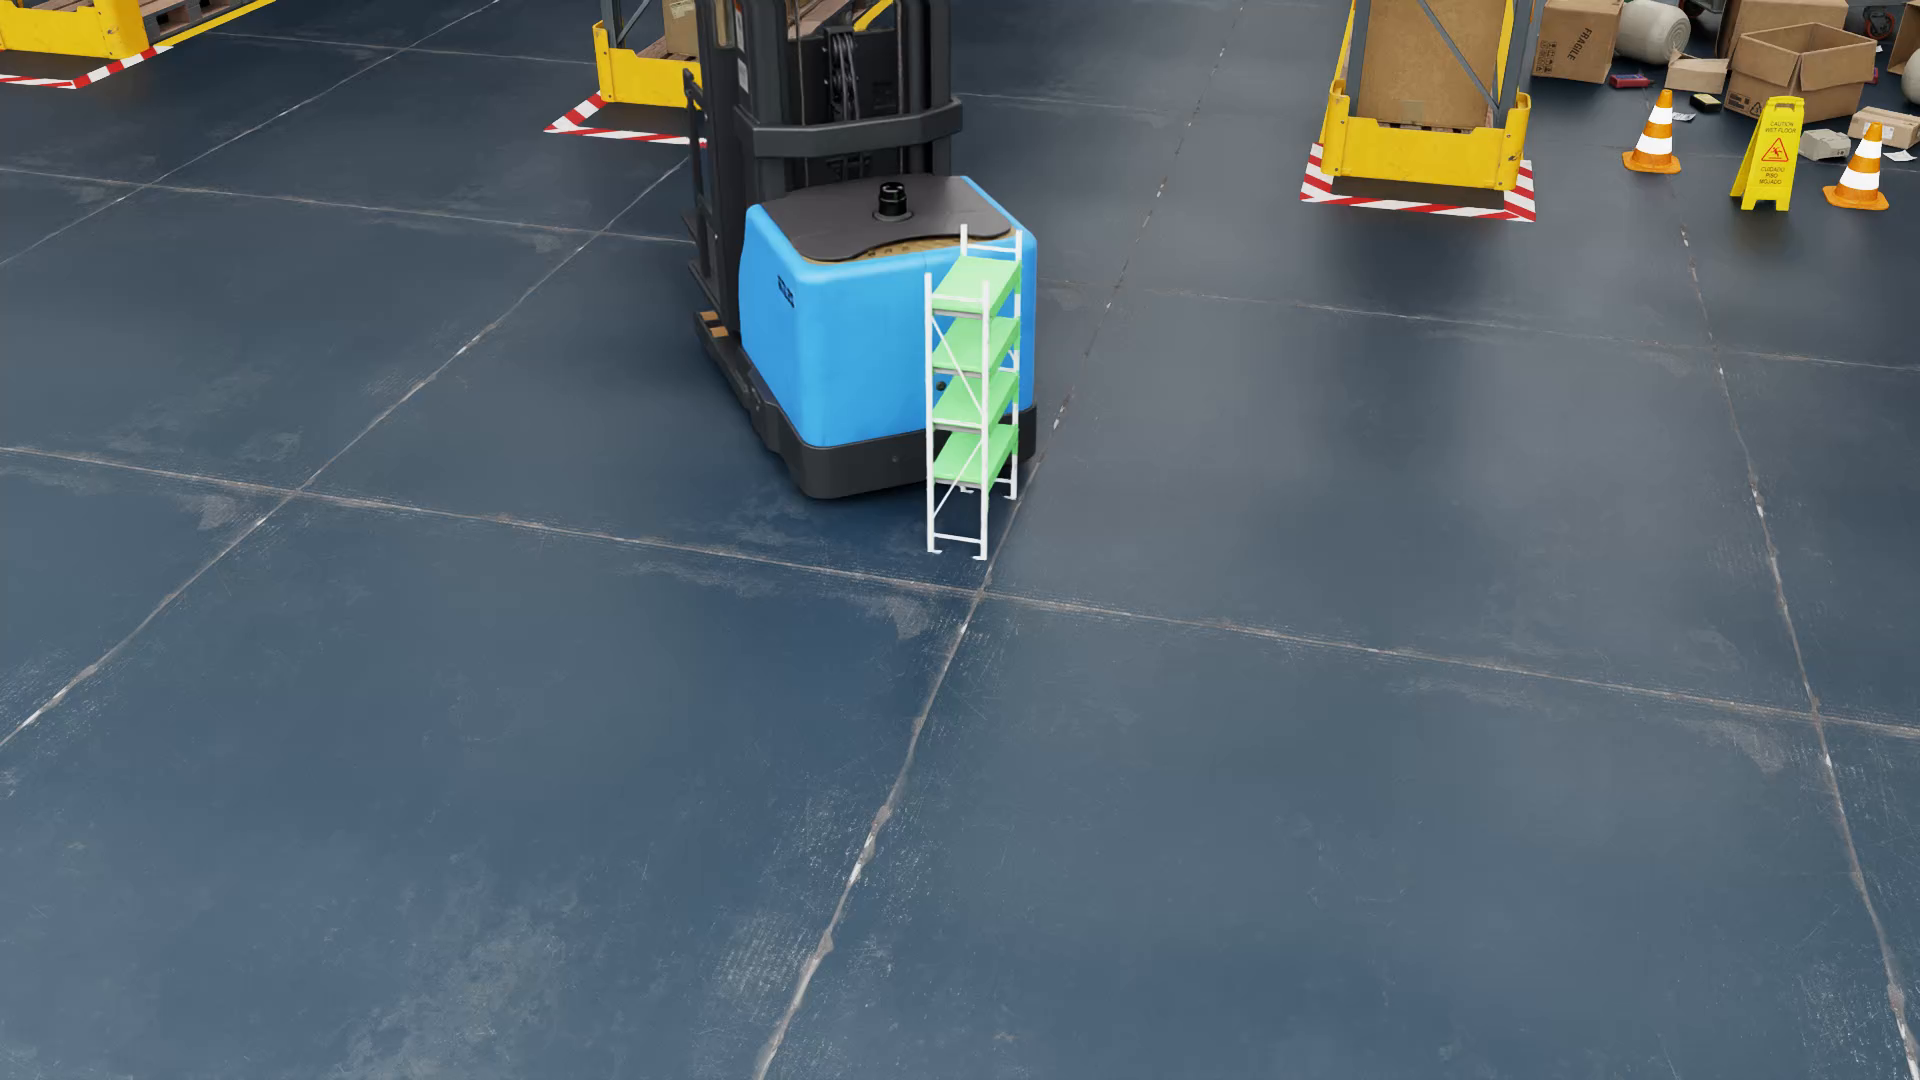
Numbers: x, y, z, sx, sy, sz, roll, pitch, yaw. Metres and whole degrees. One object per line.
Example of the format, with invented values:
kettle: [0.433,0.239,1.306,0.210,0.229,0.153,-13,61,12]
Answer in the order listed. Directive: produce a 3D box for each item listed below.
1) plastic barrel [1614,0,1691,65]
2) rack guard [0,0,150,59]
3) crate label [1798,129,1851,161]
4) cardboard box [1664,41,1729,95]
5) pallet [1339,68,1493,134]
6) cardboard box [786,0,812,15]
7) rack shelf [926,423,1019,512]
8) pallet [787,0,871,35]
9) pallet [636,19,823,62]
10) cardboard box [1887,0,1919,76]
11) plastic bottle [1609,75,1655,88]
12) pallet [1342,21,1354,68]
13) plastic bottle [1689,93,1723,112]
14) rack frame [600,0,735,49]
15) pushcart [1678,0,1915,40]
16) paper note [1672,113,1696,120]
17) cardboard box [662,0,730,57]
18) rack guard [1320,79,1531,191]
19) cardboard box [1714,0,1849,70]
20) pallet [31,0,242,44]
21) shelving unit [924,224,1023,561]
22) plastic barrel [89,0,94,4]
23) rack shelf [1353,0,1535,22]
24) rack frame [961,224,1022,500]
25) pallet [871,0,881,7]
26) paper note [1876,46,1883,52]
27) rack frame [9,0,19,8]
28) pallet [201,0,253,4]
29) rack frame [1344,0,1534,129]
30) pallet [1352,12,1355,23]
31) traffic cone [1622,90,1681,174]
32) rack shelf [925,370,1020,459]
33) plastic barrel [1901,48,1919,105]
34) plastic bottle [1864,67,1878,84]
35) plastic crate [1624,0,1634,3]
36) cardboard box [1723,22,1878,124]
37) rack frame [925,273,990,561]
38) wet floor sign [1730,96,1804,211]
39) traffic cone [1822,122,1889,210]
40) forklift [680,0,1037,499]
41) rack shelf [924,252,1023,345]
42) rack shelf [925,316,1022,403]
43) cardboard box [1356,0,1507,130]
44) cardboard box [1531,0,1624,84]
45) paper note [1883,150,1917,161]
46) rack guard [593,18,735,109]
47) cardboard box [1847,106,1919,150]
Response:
plastic barrel: [5.059,-3.748,12.251,0.421,0.421,0.512,-21,38,-29]
rack guard: [-6.741,-3.950,12.498,1.175,0.500,0.348,8,33,12]
crate label: [5.502,-2.517,10.582,0.250,0.136,0.298,-8,33,-13]
cardboard box: [5.208,-3.336,11.751,0.396,0.266,0.258,14,35,21]
pallet: [2.975,-2.806,10.967,1.003,0.211,1.213,8,33,12]
cardboard box: [-1.454,-4.366,12.761,0.500,0.500,0.500,11,34,17]
rack shelf: [0.055,-0.313,6.690,0.258,0.148,0.480,9,33,13]
pallet: [-1.353,-4.195,13.153,1.003,0.211,1.213,8,33,12]
pallet: [-1.664,-3.564,12.160,1.003,0.211,1.213,8,33,12]
cardboard box: [7.089,-3.587,11.924,0.500,0.500,0.500,-21,38,-29]
plastic bottle: [4.783,-3.265,11.828,0.283,0.061,0.133,-3,33,-4]
pallet: [3.287,-3.437,11.960,1.003,0.211,1.213,8,33,12]
plastic bottle: [5.114,-3.015,11.436,0.133,0.061,0.283,-3,33,-4]
rack frame: [-1.924,-4.285,10.694,1.000,3.000,0.127,8,33,12]
pushcart: [6.459,-4.189,12.988,1.648,0.377,0.936,-3,33,-4]
paper note: [4.877,-2.864,11.229,0.144,0.017,0.142,20,38,29]
cardboard box: [-1.749,-3.729,11.758,0.500,0.500,0.500,14,35,21]
rack guard: [2.842,-2.490,10.200,1.175,0.500,0.348,8,33,12]
cardboard box: [5.888,-3.682,11.946,0.797,0.637,0.503,8,33,12]
pallet: [-6.530,-4.249,13.237,1.003,0.211,1.213,8,33,12]
shelving unit: [0.055,-0.569,6.527,0.258,1.200,0.503,9,33,13]
plastic barrel: [-6.622,-4.438,12.863,0.421,0.512,0.421,0,32,0]
rack shelf: [3.355,-4.291,11.375,1.077,0.370,4.000,8,33,12]
rack frame: [0.121,-0.695,6.725,0.240,1.200,0.015,9,33,13]
pallet: [-1.045,-4.830,14.152,1.003,0.211,1.213,8,33,12]
paper note: [6.892,-3.716,12.566,0.148,0.019,0.142,8,33,12]
rack frame: [-6.715,-4.959,11.755,1.000,3.000,0.127,8,33,12]
pallet: [-6.218,-4.880,14.230,1.003,0.211,1.213,8,33,12]
rack frame: [2.848,-3.557,9.549,1.000,3.000,0.127,8,33,12]
pallet: [3.594,-4.072,12.959,1.003,0.211,1.213,8,33,12]
traffic cone: [4.356,-2.569,10.359,0.336,0.463,0.334,8,33,12]
rack shelf: [0.055,-0.515,6.561,0.258,0.148,0.480,9,33,13]
plastic barrel: [6.721,-3.126,11.273,0.421,0.421,0.512,-21,38,-29]
plastic bottle: [6.535,-3.357,11.974,0.133,0.061,0.283,14,35,21]
plastic crate: [5.086,-4.202,13.131,0.662,0.188,0.450,-28,32,-37]
cardboard box: [5.658,-3.138,11.218,0.797,0.503,0.637,-14,35,-21]
rack frame: [-0.010,-0.443,6.329,0.240,1.200,0.015,9,33,13]
wet floor sign: [4.756,-2.279,9.733,0.267,0.644,0.232,3,33,4]
traffic cone: [5.363,-2.239,9.840,0.336,0.463,0.334,8,33,12]
forklift: [-0.681,-2.187,7.458,1.130,2.935,3.031,-12,34,-18]
rack shelf: [0.055,-0.920,6.304,0.258,0.148,0.480,9,33,13]
rack shelf: [0.055,-0.718,6.433,0.258,0.148,0.480,9,33,13]
cardboard box: [2.956,-3.199,10.574,0.875,0.875,0.875,8,33,13]
cardboard box: [4.462,-3.634,11.998,0.500,0.500,0.500,14,35,21]
paper note: [5.976,-2.444,10.566,0.148,0.019,0.142,-3,33,-4]
rack guard: [-1.905,-3.269,11.427,1.175,0.500,0.348,8,33,12]
cardboard box: [6.040,-2.687,10.839,0.380,0.149,0.250,28,42,36]
